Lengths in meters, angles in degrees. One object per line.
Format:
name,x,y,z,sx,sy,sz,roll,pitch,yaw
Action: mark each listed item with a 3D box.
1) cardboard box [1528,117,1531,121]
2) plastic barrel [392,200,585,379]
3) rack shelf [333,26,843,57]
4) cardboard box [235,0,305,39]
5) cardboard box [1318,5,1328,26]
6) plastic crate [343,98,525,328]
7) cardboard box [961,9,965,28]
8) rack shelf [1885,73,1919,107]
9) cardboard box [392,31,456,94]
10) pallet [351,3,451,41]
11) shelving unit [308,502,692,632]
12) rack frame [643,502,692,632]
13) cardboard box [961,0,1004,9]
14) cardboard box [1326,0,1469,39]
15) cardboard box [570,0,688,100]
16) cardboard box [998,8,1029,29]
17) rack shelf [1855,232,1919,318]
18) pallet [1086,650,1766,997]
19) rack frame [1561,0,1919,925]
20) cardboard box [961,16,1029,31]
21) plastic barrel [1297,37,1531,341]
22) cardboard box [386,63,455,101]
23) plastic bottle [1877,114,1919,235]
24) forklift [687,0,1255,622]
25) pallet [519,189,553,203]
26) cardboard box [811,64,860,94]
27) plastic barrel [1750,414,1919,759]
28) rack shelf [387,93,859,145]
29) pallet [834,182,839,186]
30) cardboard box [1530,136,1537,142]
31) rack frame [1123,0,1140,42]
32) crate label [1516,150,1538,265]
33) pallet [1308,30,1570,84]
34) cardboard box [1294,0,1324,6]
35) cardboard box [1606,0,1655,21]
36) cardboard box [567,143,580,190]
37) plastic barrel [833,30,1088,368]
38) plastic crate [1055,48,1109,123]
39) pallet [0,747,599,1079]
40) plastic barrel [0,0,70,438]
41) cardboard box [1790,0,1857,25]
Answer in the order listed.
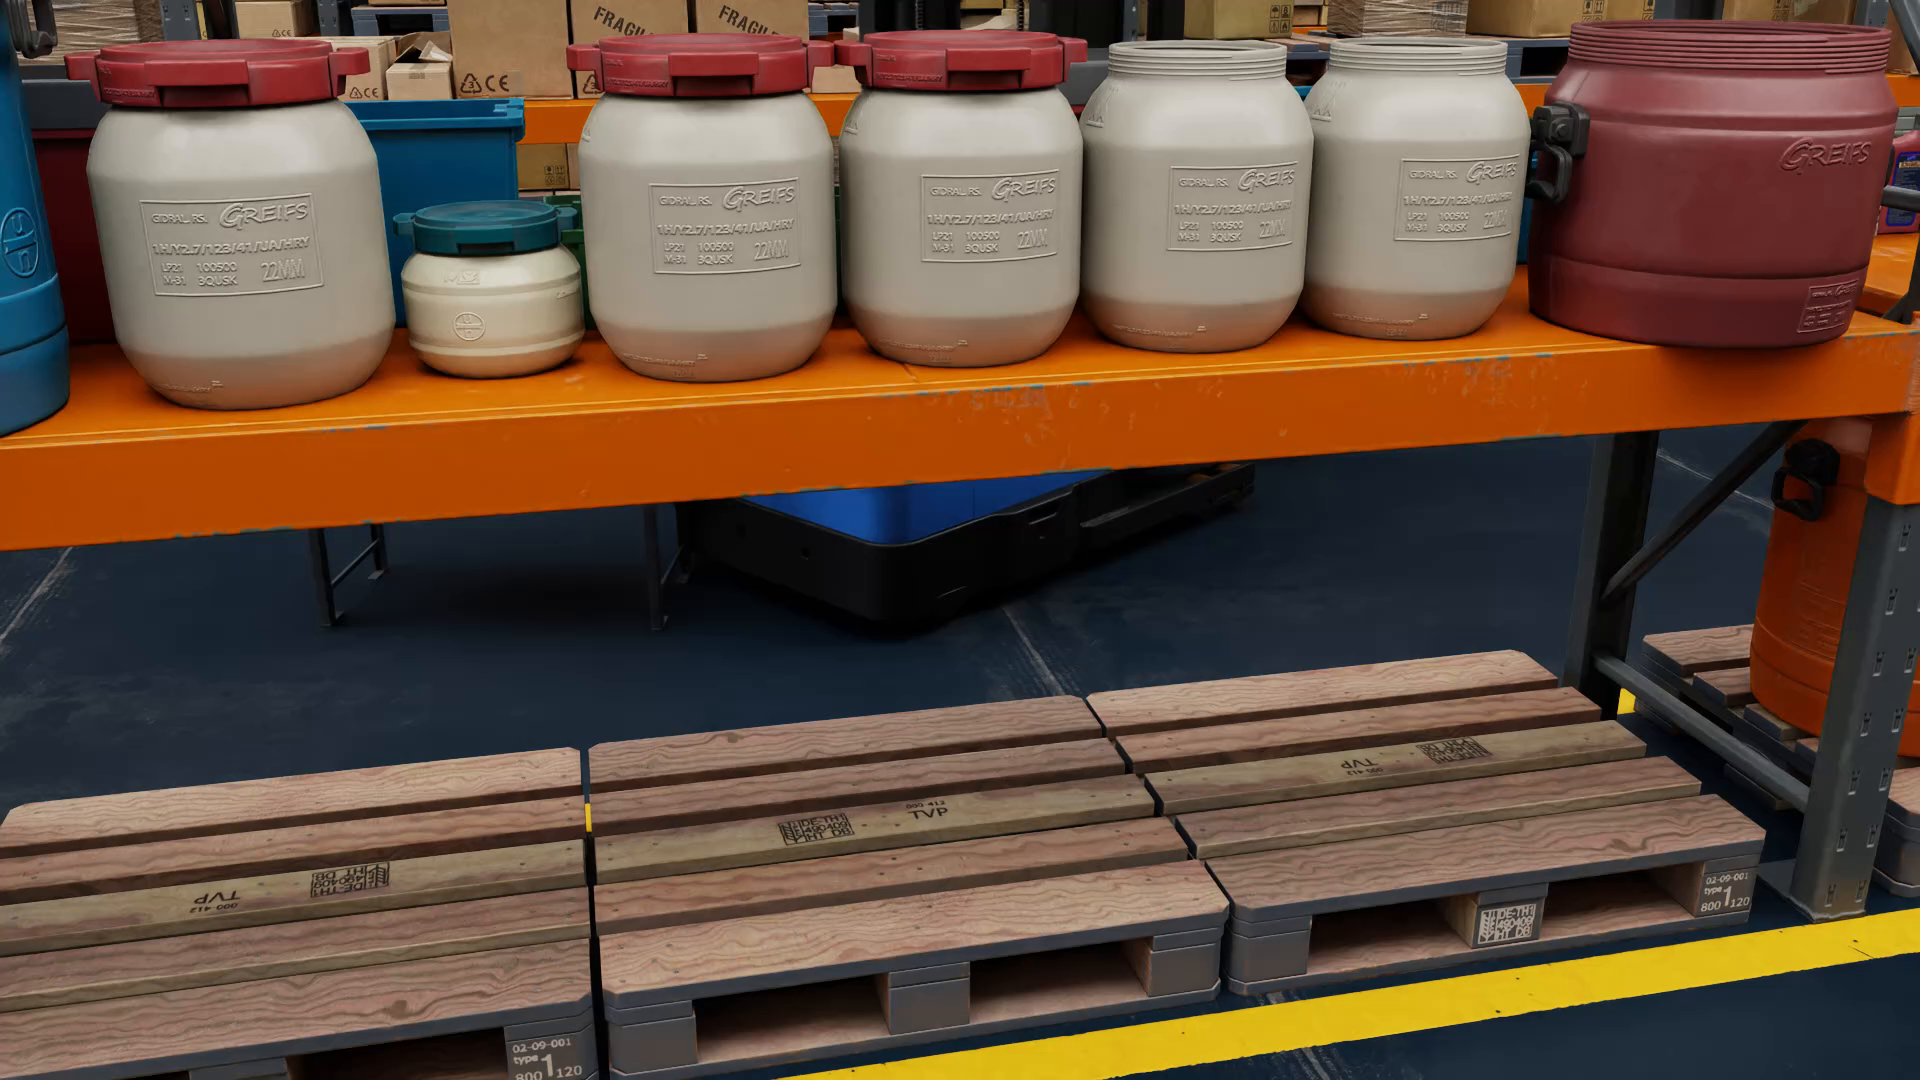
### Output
cardboard box,4.631,-3.476,13.966,0.500,0.500,0.700,-5,21,-13
plastic barrel,-0.792,-0.428,2.823,0.301,0.262,0.301,0,20,0
rack shelf,-2.449,-3.576,12.263,4.000,0.370,1.077,-5,21,-12
cardboard box,-4.787,-3.556,11.350,0.500,0.250,0.500,-5,21,-12
cardboard box,2.886,-4.131,13.067,0.250,0.149,0.380,-4,21,-11
plastic crate,-1.114,-0.624,3.179,0.575,0.384,0.392,-5,21,-12
cardboard box,-0.129,-3.912,12.470,0.250,0.149,0.380,-5,21,-13
rack shelf,6.480,-2.552,9.465,4.000,0.370,1.077,-5,21,-12
cardboard box,-2.439,-2.166,7.562,0.258,0.266,0.396,-5,21,-14
pallet,-3.618,-3.678,11.772,1.213,0.211,1.003,-5,21,-12
shelving unit,-1.422,-0.517,5.046,1.048,1.500,0.538,1,20,2
rack frame,-0.914,-0.511,5.030,0.032,1.500,0.500,1,20,2
cardboard box,0.029,-4.221,12.370,0.500,0.500,0.500,-4,21,-11
cardboard box,2.162,-2.755,8.218,0.500,0.500,0.700,-1,20,-2
cardboard box,-1.501,-2.282,7.537,0.500,0.500,0.500,-5,21,-12
cardboard box,0.396,-3.922,12.497,0.250,0.149,0.380,-4,20,-11
rack shelf,3.723,-0.577,4.074,4.000,0.370,1.077,-5,21,-12
pallet,1.014,0.601,3.866,1.213,0.211,1.003,-5,21,-12
rack frame,1.777,-0.756,3.518,0.127,3.000,1.000,-5,21,-12
cardboard box,0.277,-2.359,8.022,0.500,0.311,0.500,-3,20,-9
plastic barrel,0.825,-0.656,3.081,0.421,0.512,0.421,0,20,0
cardboard box,-2.343,-1.982,7.229,0.250,0.149,0.380,-5,21,-12
plastic bottle,2.297,-0.895,4.065,0.133,0.283,0.061,-5,21,-12
forklift,0.444,-1.555,5.799,1.130,2.935,3.031,18,26,40
pallet,-3.638,-2.509,12.356,1.213,0.211,1.003,-5,21,-12
cardboard box,-0.587,-2.177,7.761,0.250,0.149,0.380,-3,20,-8
plastic barrel,2.249,0.021,3.940,0.708,0.830,0.600,-5,21,-12
rack shelf,-1.306,-1.918,7.737,4.000,0.370,1.077,-5,21,-12
pallet,-1.264,-2.702,12.883,1.213,0.211,1.003,-5,21,-12
cardboard box,3.033,-2.080,9.037,0.500,0.250,0.500,-5,21,-12
rack frame,0.641,-2.415,8.045,0.127,3.000,1.000,-5,21,-12
crate label,1.281,-0.770,3.798,0.416,0.233,0.303,-5,21,-12
pallet,2.532,-2.480,8.503,1.213,0.211,1.003,-5,21,-12
cardboard box,2.504,-4.420,12.914,0.500,0.500,0.500,-4,21,-12
cardboard box,3.366,-2.937,8.716,0.500,0.500,0.700,-1,20,-4
cardboard box,-2.686,-2.937,12.466,0.500,0.500,0.700,-4,21,-12
plastic barrel,0.001,-0.598,2.889,0.433,0.535,0.433,0,20,0
plastic crate,0.134,-0.761,3.438,0.583,0.464,0.402,-5,21,-12
pallet,-1.360,0.795,3.339,1.213,0.211,1.003,-5,21,-12
plastic barrel,-1.670,-0.604,2.374,0.708,0.901,0.600,-5,21,-12
cardboard box,4.961,-2.904,9.235,0.500,0.500,0.500,-4,21,-12
